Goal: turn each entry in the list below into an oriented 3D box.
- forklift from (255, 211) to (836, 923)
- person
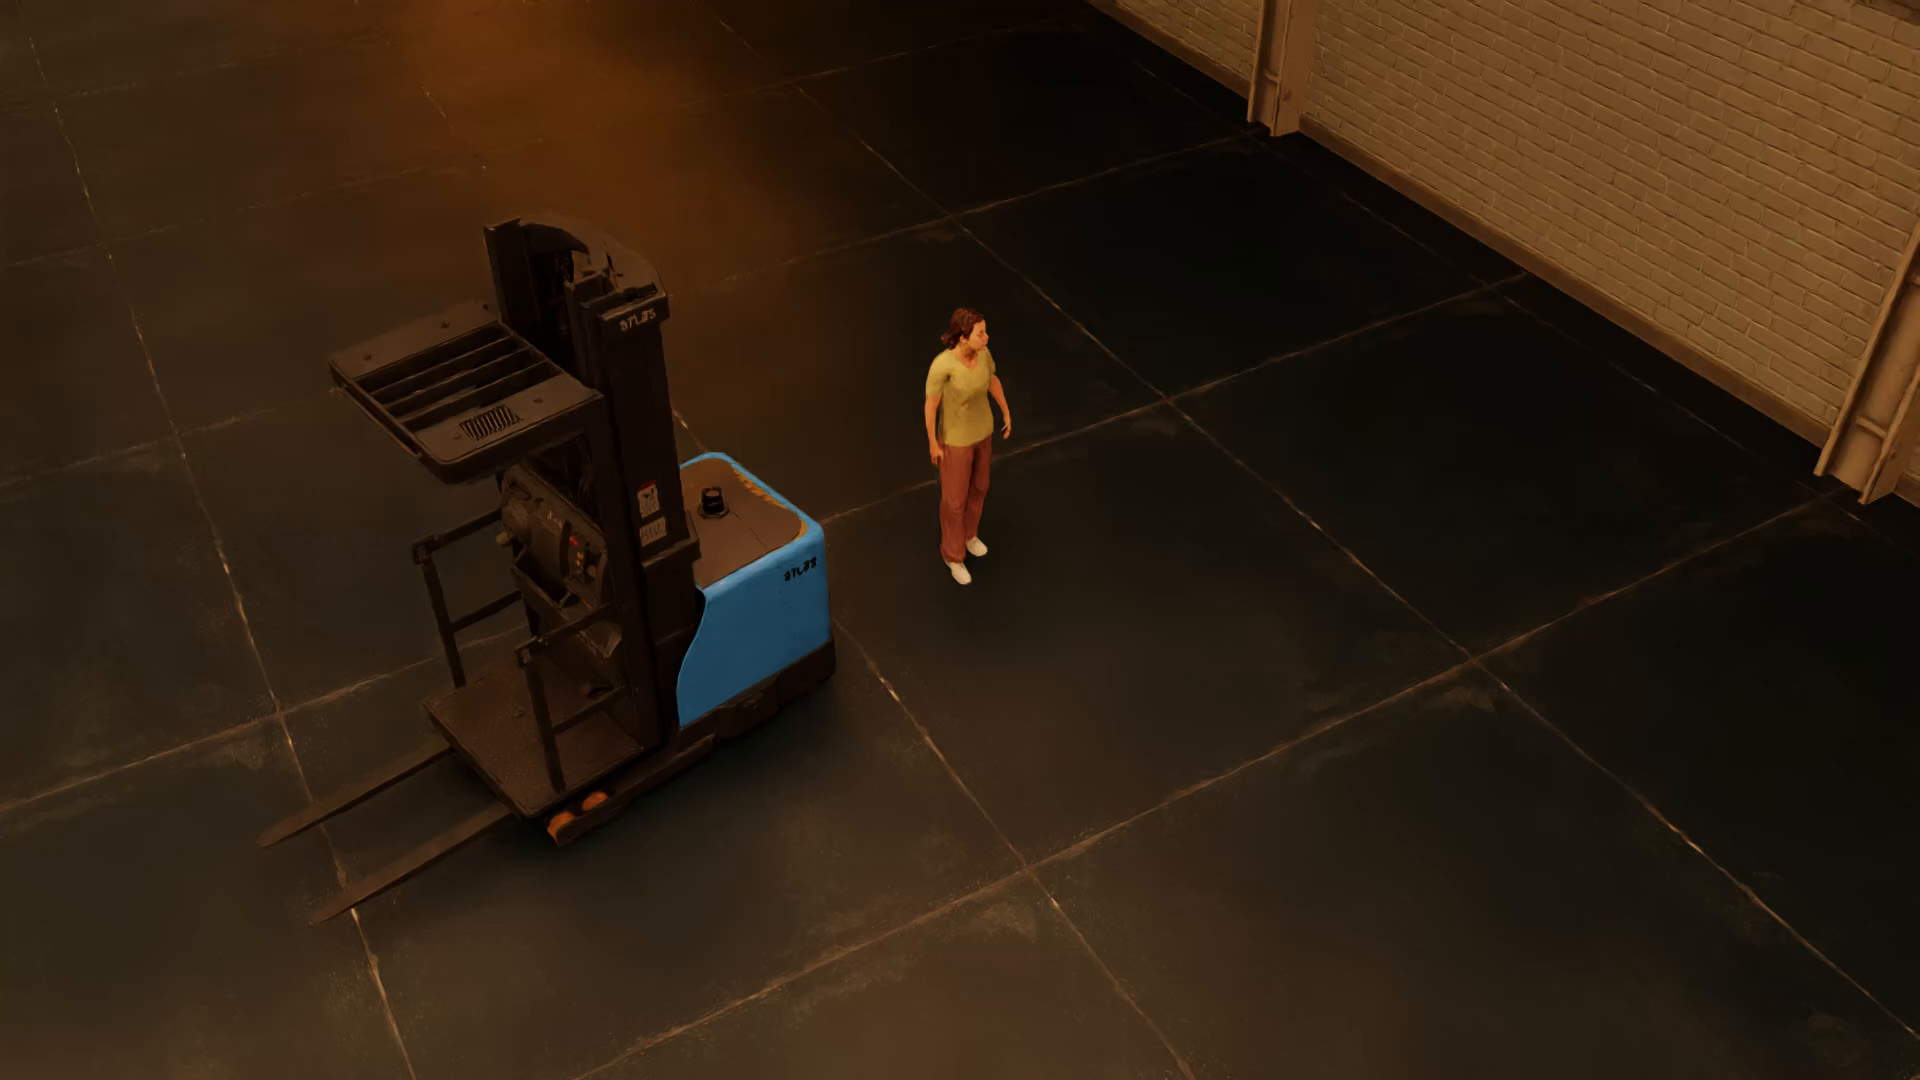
[{"bbox_3d":[-2.131,0.037,7.991,3.031,2.935,1.130,-30,48,-31],"label":"forklift"},{"bbox_3d":[0.075,-0.595,9.743,0.485,1.669,0.597,33,50,33],"label":"person"}]
